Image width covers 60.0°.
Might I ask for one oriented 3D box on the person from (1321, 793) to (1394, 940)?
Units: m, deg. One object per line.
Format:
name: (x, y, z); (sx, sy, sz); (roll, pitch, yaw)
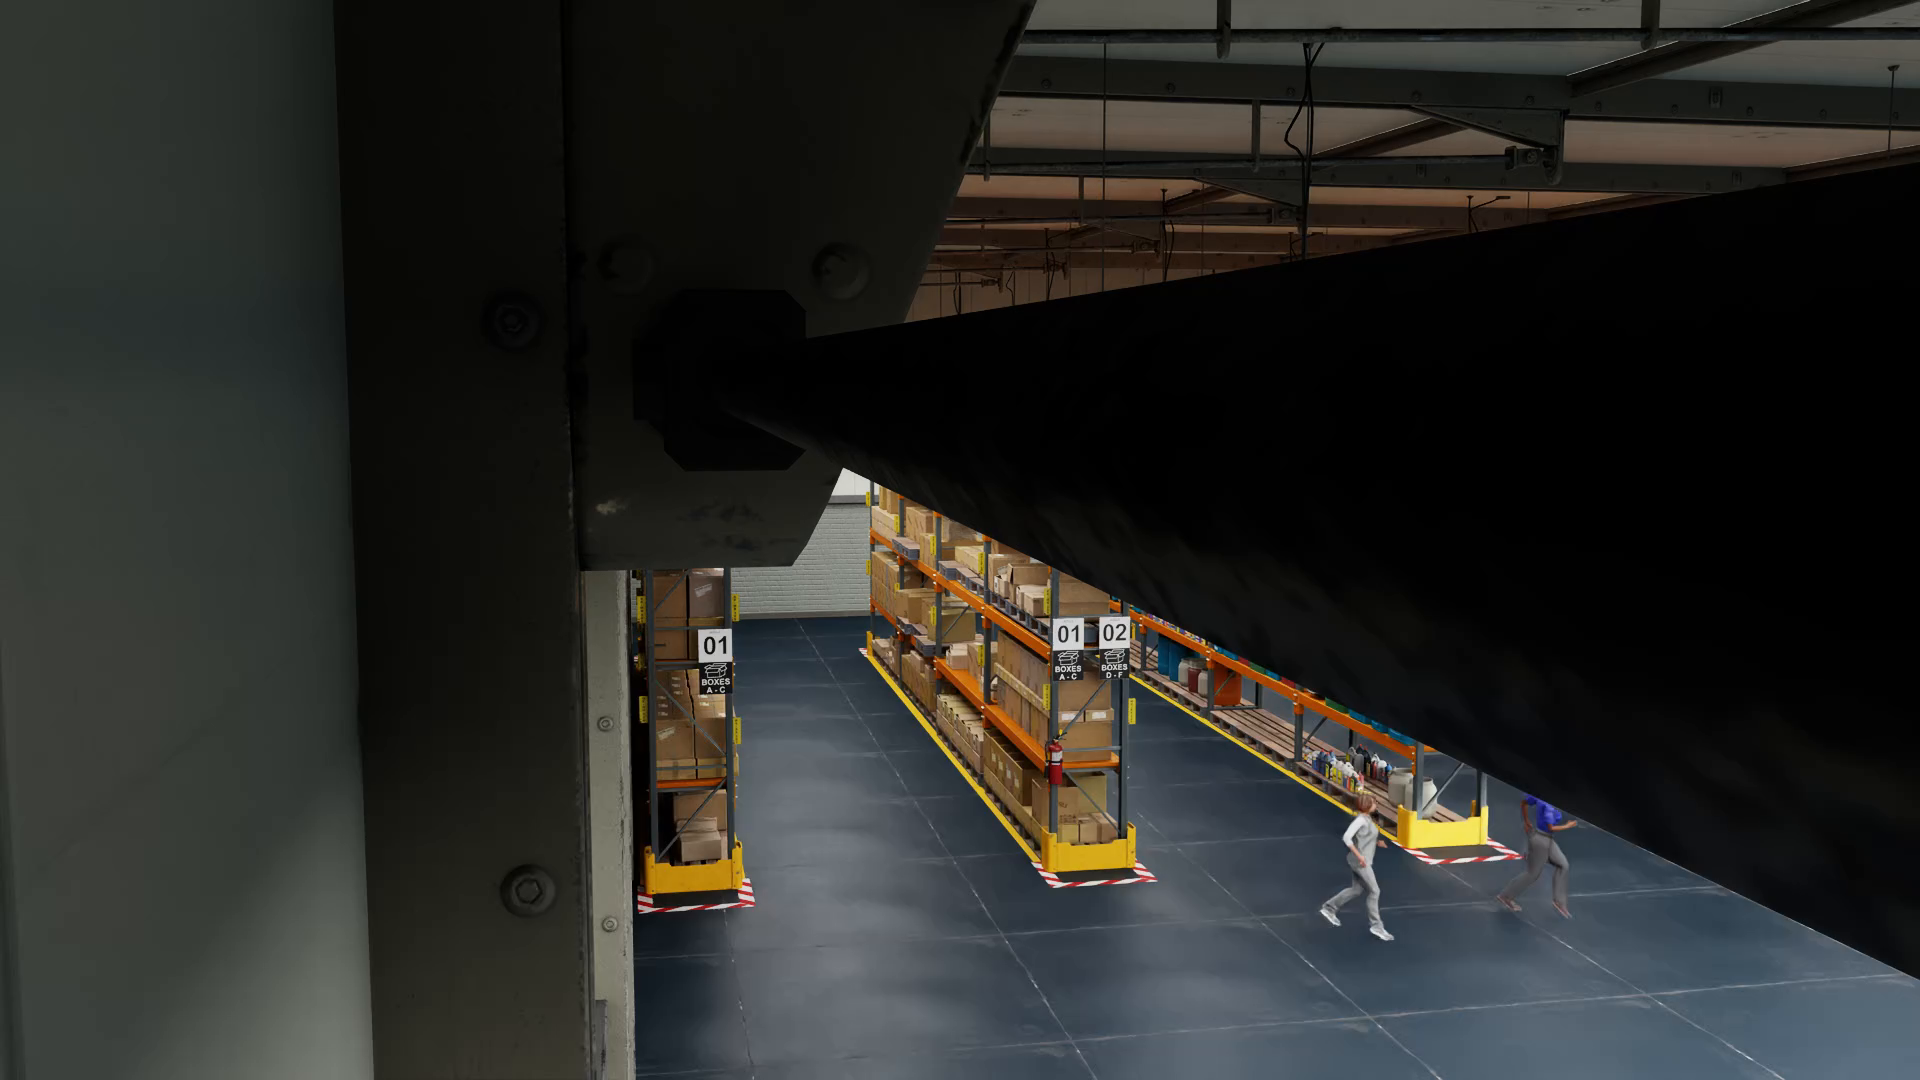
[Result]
person: (4.433, 3.616, 18.506); (0.802, 1.601, 0.557); (1, 6, 13)

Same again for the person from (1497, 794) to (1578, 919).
person: (6.646, 3.527, 19.141); (0.846, 1.697, 0.599); (1, 6, 12)
